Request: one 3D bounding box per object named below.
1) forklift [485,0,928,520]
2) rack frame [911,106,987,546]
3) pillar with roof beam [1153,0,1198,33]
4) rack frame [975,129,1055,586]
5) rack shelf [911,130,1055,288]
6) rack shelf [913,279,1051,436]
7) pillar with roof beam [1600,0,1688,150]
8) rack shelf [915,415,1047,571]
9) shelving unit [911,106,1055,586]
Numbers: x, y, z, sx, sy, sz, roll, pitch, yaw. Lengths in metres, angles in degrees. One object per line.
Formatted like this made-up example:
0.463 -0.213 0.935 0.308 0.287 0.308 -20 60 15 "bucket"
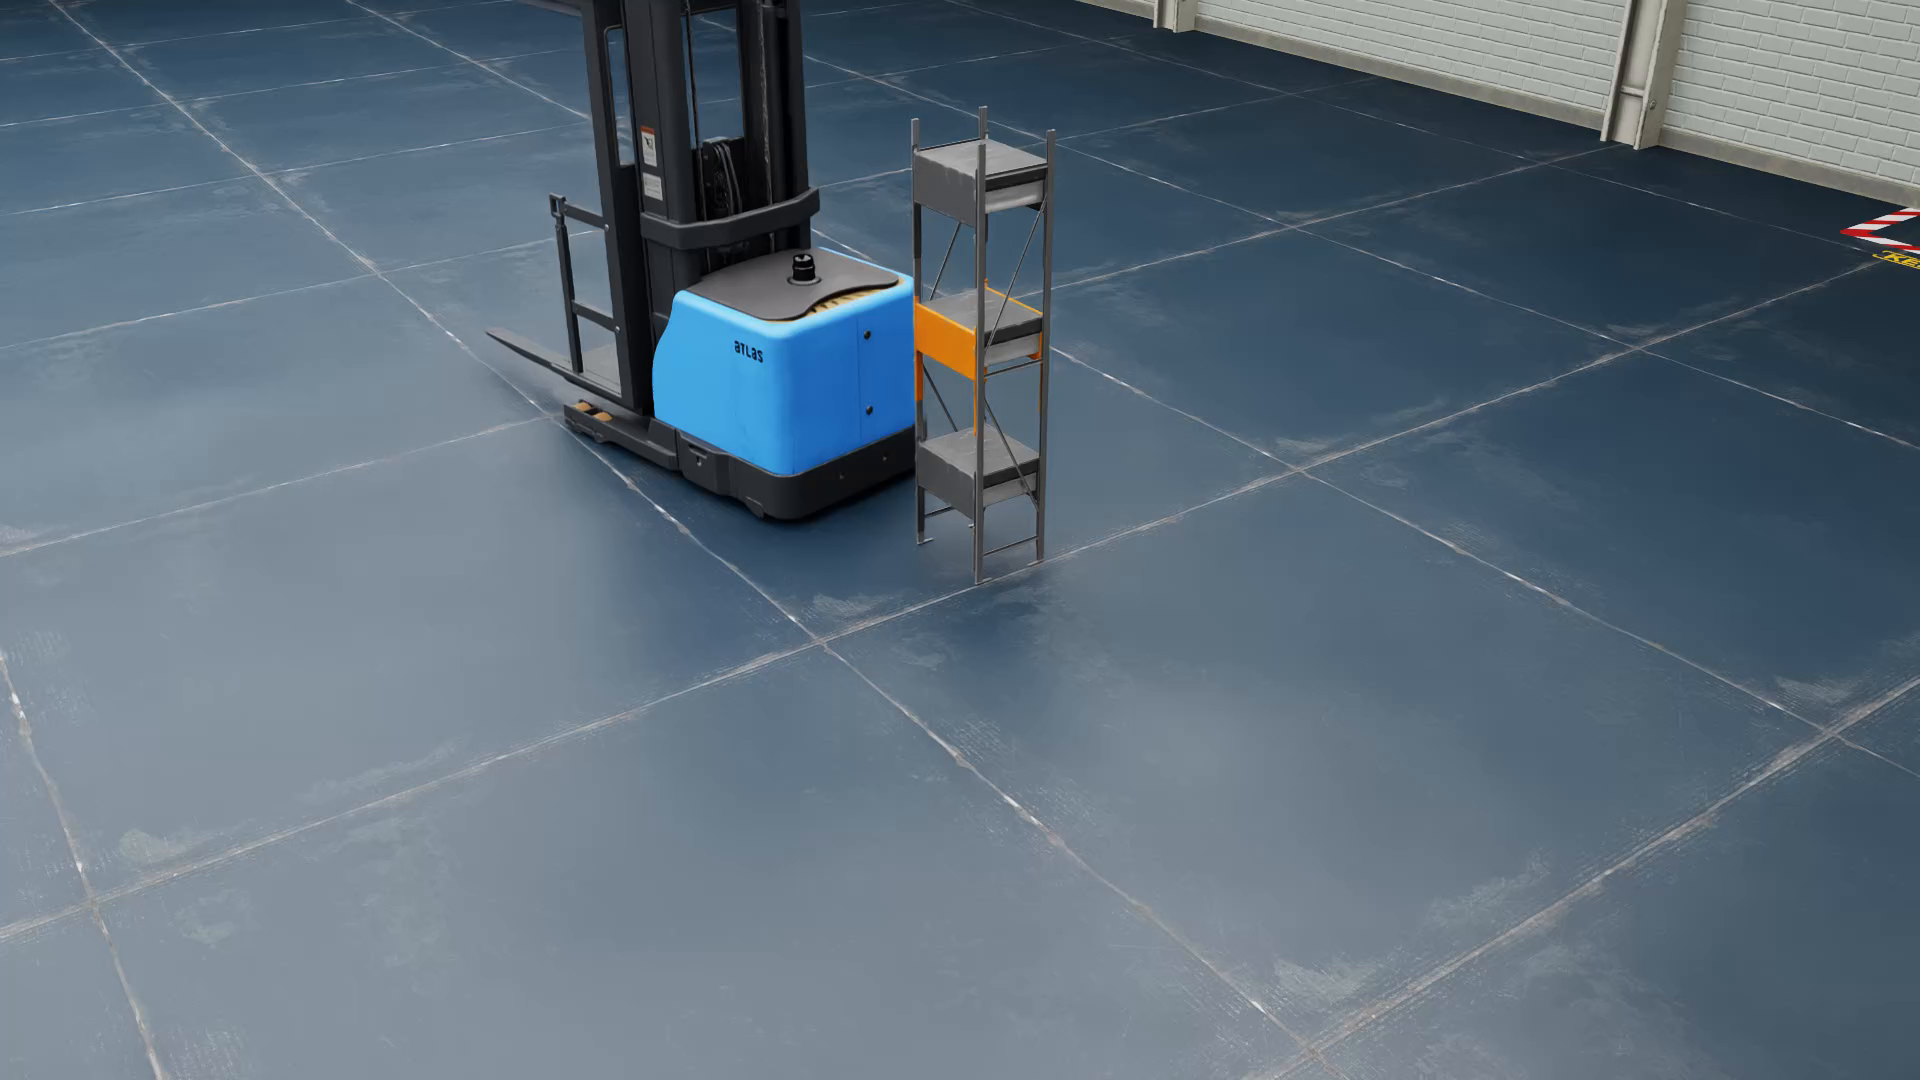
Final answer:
-1.582 -1.987 8.837 3.031 2.935 1.130 25 37 38 "forklift"
-0.046 -0.953 7.805 0.400 2.100 0.015 -19 34 -31 "rack frame"
-1.050 -8.624 14.701 9.100 9.000 0.400 -19 34 -31 "pillar with roof beam"
0.238 -0.763 7.456 0.400 2.100 0.015 -19 34 -31 "rack frame"
0.096 -1.461 7.303 0.431 0.518 0.480 -19 34 -31 "rack shelf"
0.096 -0.846 7.637 0.431 0.518 0.480 -19 34 -31 "rack shelf"
2.431 -6.292 10.406 9.100 9.000 0.400 -19 34 -31 "pillar with roof beam"
0.096 -0.231 7.971 0.431 0.518 0.480 -19 34 -31 "rack shelf"
0.096 -0.858 7.630 0.431 2.100 0.503 -19 34 -31 "shelving unit"
